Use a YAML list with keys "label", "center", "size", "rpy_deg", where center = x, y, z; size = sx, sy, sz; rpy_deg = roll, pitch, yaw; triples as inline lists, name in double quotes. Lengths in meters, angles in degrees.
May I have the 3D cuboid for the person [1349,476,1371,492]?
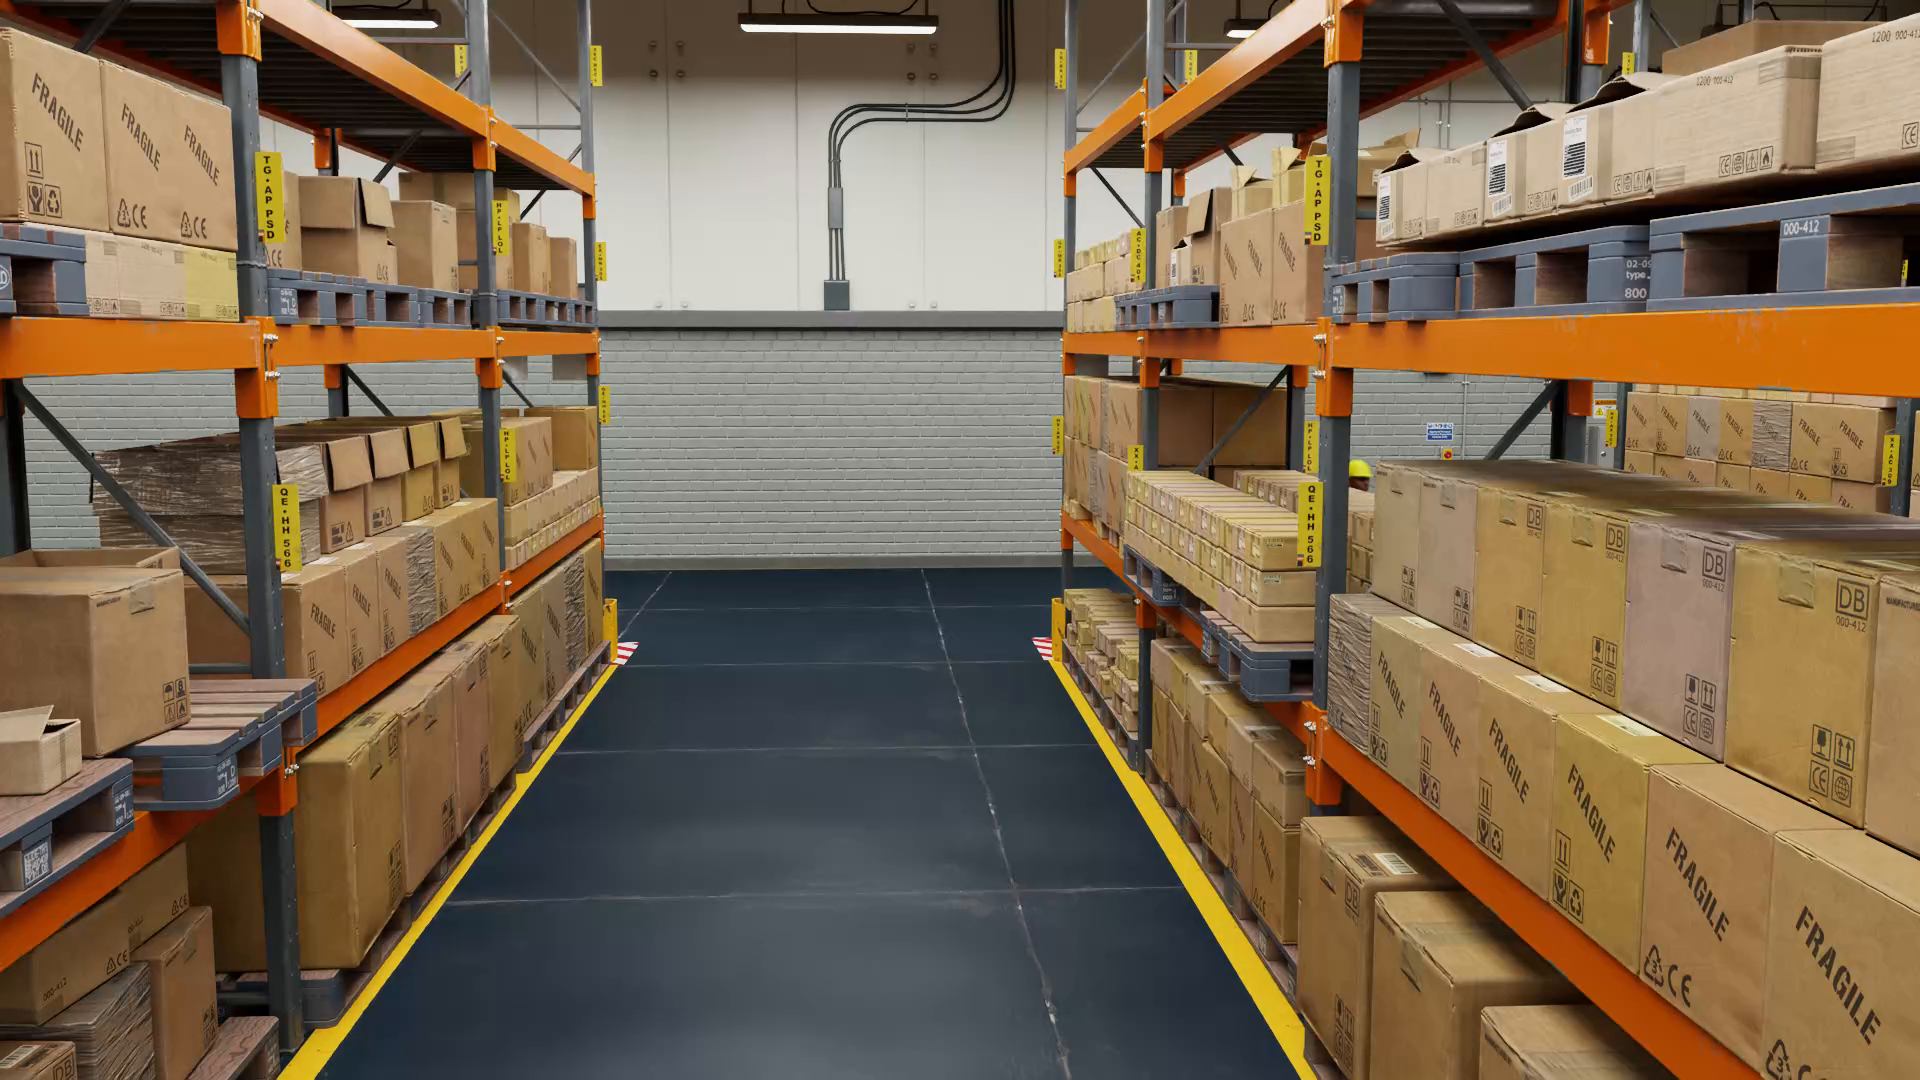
- label: "person"
  center: [3.275, 0.230, 13.714]
  size: [0.619, 1.717, 0.678]
  rpy_deg: [-1, 7, -11]
